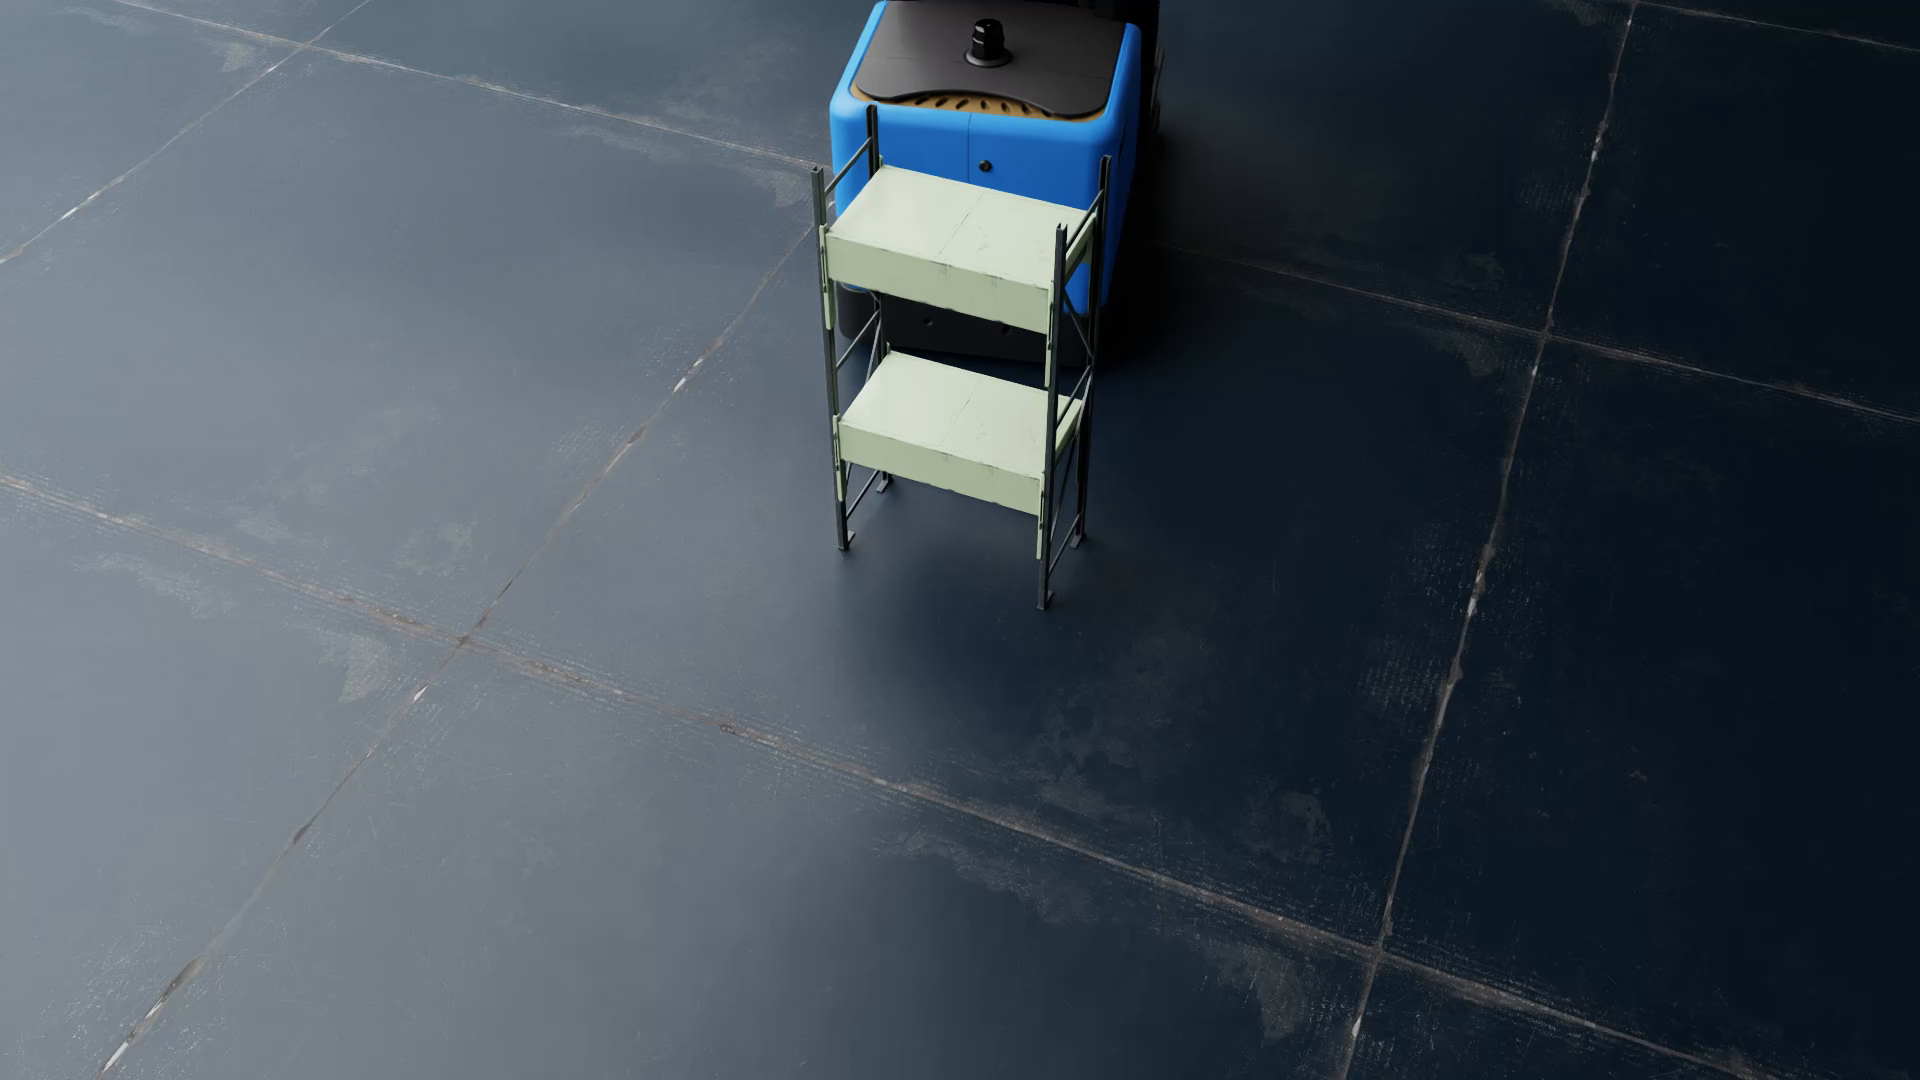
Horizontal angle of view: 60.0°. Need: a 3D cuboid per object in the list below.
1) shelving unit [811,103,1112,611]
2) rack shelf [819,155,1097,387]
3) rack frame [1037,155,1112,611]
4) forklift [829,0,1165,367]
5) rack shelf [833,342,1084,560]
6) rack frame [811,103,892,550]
[{"bbox_3d":[0.006,-0.530,5.219,0.755,1.500,0.431,16,47,16],"label":"shelving unit"},{"bbox_3d":[0.006,-0.807,4.944,0.720,0.370,0.431,16,47,16],"label":"rack shelf"},{"bbox_3d":[0.344,-0.430,5.119,0.023,1.500,0.400,16,47,16],"label":"rack frame"},{"bbox_3d":[0.301,-2.747,6.432,1.130,2.935,3.031,7,45,7],"label":"forklift"},{"bbox_3d":[0.006,-0.299,5.449,0.720,0.370,0.431,16,47,16],"label":"rack shelf"},{"bbox_3d":[-0.332,-0.629,5.319,0.023,1.500,0.400,16,47,16],"label":"rack frame"}]
